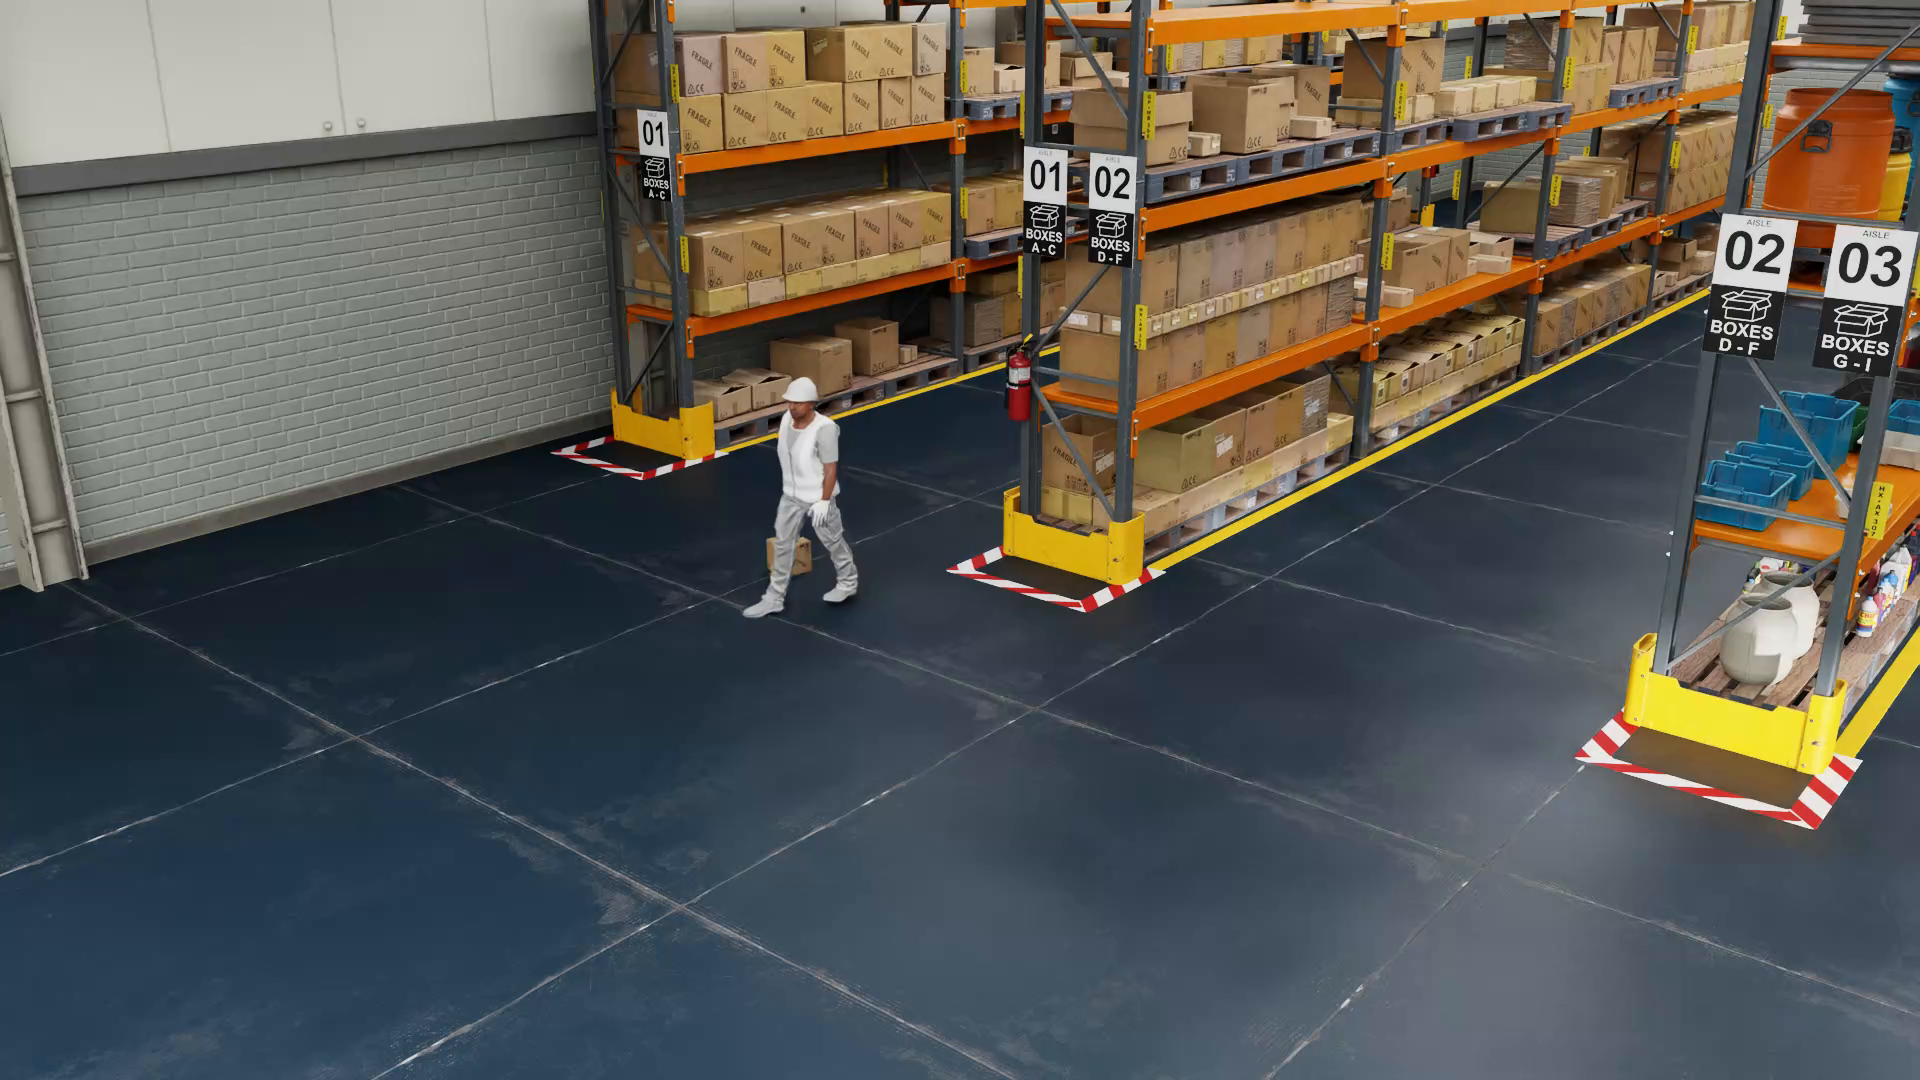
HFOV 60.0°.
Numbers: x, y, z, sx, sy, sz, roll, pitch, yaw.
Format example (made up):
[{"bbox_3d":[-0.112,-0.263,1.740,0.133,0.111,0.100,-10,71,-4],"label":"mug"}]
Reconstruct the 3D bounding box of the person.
[{"bbox_3d":[-1.101,-0.315,11.893,0.608,1.769,0.829,16,25,37],"label":"person"}]
